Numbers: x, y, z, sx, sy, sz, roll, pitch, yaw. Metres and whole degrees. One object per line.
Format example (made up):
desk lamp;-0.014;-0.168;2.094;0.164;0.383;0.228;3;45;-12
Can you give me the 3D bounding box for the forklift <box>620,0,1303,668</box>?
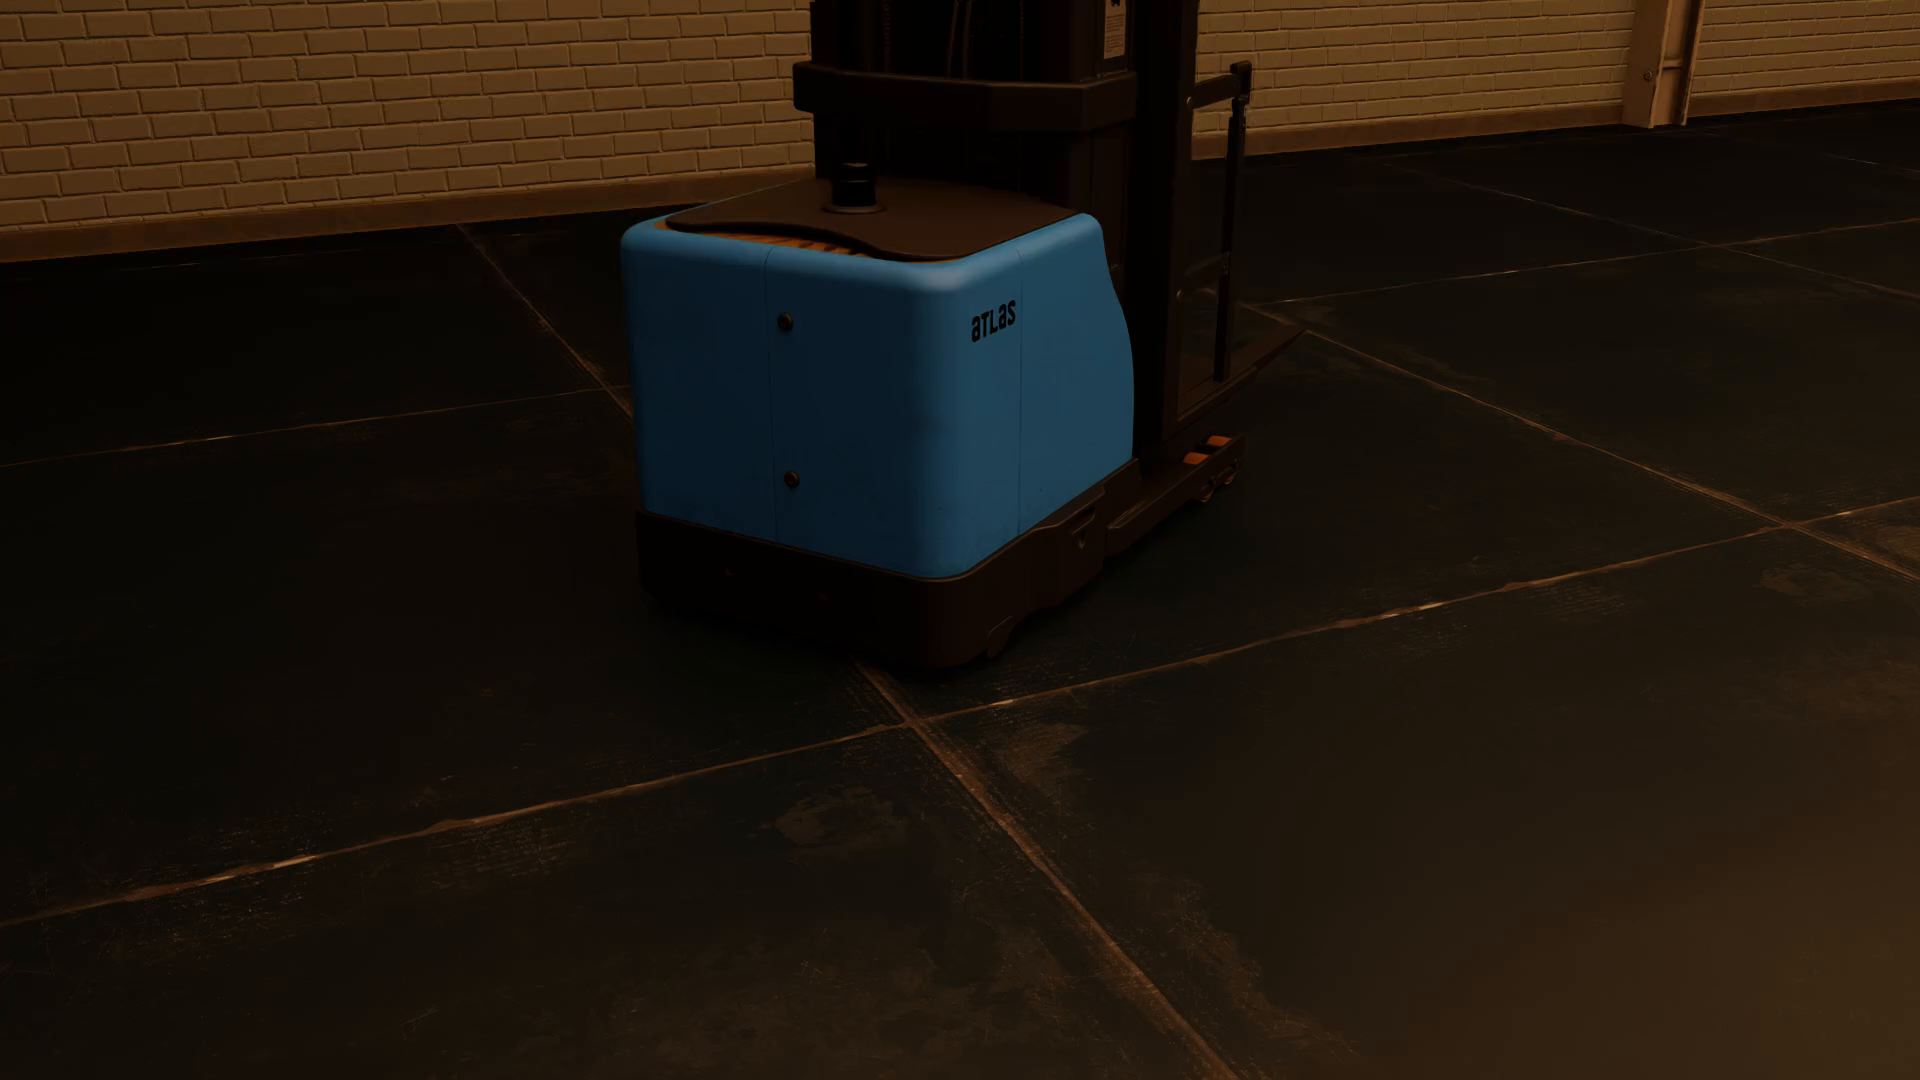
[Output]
forklift;0.294;-1.553;5.025;1.130;2.935;3.031;13;26;28
